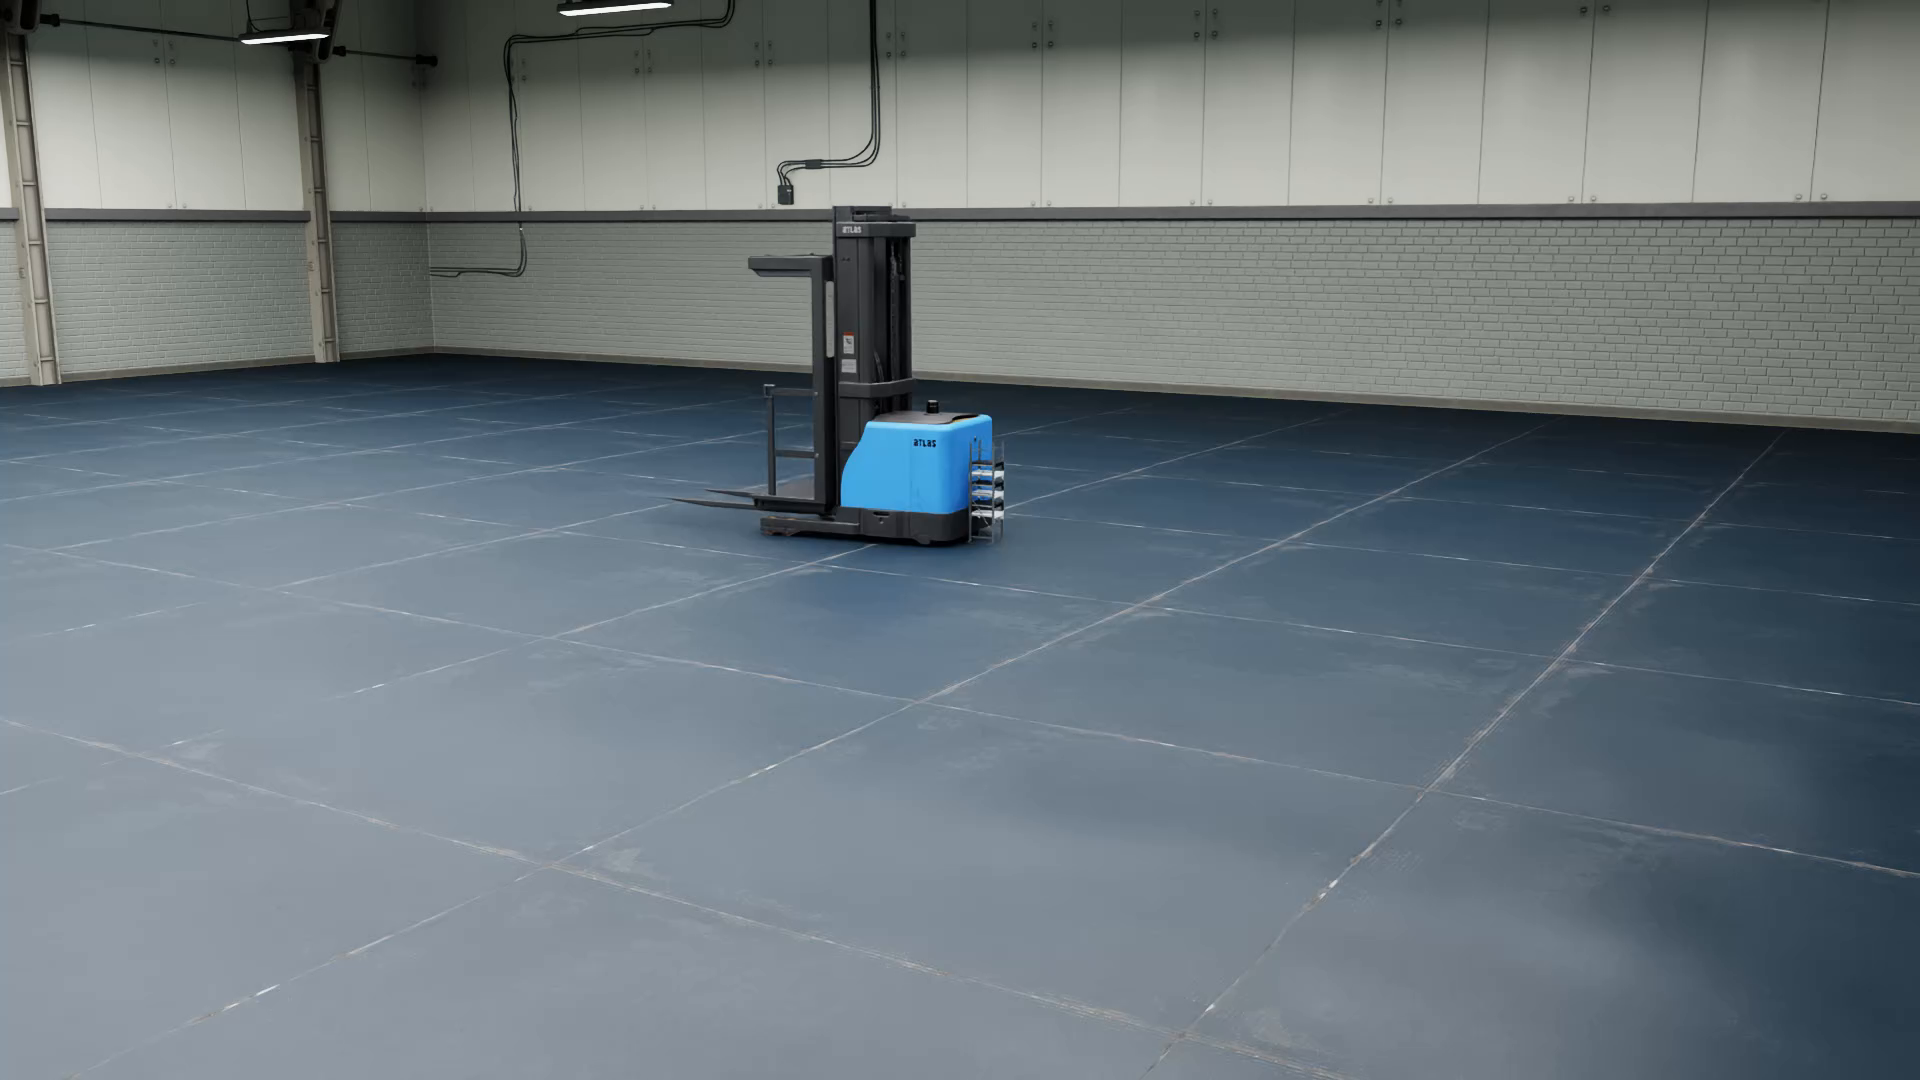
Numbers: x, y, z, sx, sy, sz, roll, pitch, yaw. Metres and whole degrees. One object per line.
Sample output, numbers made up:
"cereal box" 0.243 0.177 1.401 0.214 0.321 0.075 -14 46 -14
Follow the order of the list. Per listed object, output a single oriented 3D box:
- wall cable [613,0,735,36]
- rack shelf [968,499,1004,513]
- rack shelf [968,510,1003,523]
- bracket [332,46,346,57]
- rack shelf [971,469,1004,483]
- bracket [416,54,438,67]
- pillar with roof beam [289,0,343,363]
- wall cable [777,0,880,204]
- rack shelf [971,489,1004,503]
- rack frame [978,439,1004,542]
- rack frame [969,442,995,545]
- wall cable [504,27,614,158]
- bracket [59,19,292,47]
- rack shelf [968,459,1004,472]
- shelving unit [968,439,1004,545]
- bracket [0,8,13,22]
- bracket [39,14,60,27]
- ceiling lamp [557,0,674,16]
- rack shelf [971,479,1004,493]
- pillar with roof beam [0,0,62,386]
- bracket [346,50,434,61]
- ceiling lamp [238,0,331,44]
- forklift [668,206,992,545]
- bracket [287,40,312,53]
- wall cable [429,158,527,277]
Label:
"wall cable" -5.620 -11.128 32.206 3.097 2.526 0.112 6 12 31
"rack shelf" 0.231 -0.301 14.696 0.258 0.077 0.200 5 12 24
"rack shelf" 0.231 -0.212 14.712 0.258 0.077 0.200 5 12 24
"bracket" -12.718 -9.954 33.799 0.235 0.232 0.430 6 12 31
"rack shelf" 0.233 -0.566 14.645 0.258 0.077 0.200 5 12 24
"bracket" -11.487 -10.326 35.790 0.235 0.232 0.430 6 12 31
"pillar with roof beam" -9.557 -7.742 31.766 9.100 9.000 0.548 6 12 31
"wall cable" -2.471 -9.252 30.592 2.305 6.003 0.169 6 12 31
"rack shelf" 0.232 -0.389 14.679 0.258 0.077 0.200 5 12 24
"rack frame" 0.274 -0.439 14.764 0.240 0.900 0.006 5 12 24
"rack frame" 0.190 -0.405 14.582 0.240 0.900 0.006 5 12 24
"wall cable" -8.265 -9.188 34.204 3.097 2.526 0.112 6 12 31
"bracket" -14.486 -9.418 30.938 0.076 0.066 4.783 6 12 31
"rack shelf" 0.233 -0.654 14.629 0.258 0.077 0.200 5 12 24
"shelving unit" 0.232 -0.422 14.673 0.258 0.900 0.210 5 12 24
"bracket" -16.264 -8.879 28.062 0.235 0.232 0.430 6 12 31
"bracket" -15.833 -9.010 28.759 0.235 0.232 0.430 6 12 31
"ceiling lamp" -4.867 -9.255 23.985 2.000 3.185 0.800 6 12 31
"rack shelf" 0.232 -0.477 14.662 0.258 0.077 0.200 5 12 24
"pillar with roof beam" -12.672 -6.798 26.726 9.100 9.000 0.548 6 12 31
"bracket" -11.794 -10.233 35.294 0.076 0.066 3.189 6 12 31
"ceiling lamp" -11.183 -9.961 27.756 2.000 3.185 0.800 6 12 31
"forklift" -1.258 -1.556 15.217 3.031 2.935 1.130 5 12 24
"bracket" -13.149 -9.823 33.102 0.235 0.232 0.430 6 12 31
"wall cable" -10.577 -6.964 36.049 3.097 2.526 0.112 6 12 31
